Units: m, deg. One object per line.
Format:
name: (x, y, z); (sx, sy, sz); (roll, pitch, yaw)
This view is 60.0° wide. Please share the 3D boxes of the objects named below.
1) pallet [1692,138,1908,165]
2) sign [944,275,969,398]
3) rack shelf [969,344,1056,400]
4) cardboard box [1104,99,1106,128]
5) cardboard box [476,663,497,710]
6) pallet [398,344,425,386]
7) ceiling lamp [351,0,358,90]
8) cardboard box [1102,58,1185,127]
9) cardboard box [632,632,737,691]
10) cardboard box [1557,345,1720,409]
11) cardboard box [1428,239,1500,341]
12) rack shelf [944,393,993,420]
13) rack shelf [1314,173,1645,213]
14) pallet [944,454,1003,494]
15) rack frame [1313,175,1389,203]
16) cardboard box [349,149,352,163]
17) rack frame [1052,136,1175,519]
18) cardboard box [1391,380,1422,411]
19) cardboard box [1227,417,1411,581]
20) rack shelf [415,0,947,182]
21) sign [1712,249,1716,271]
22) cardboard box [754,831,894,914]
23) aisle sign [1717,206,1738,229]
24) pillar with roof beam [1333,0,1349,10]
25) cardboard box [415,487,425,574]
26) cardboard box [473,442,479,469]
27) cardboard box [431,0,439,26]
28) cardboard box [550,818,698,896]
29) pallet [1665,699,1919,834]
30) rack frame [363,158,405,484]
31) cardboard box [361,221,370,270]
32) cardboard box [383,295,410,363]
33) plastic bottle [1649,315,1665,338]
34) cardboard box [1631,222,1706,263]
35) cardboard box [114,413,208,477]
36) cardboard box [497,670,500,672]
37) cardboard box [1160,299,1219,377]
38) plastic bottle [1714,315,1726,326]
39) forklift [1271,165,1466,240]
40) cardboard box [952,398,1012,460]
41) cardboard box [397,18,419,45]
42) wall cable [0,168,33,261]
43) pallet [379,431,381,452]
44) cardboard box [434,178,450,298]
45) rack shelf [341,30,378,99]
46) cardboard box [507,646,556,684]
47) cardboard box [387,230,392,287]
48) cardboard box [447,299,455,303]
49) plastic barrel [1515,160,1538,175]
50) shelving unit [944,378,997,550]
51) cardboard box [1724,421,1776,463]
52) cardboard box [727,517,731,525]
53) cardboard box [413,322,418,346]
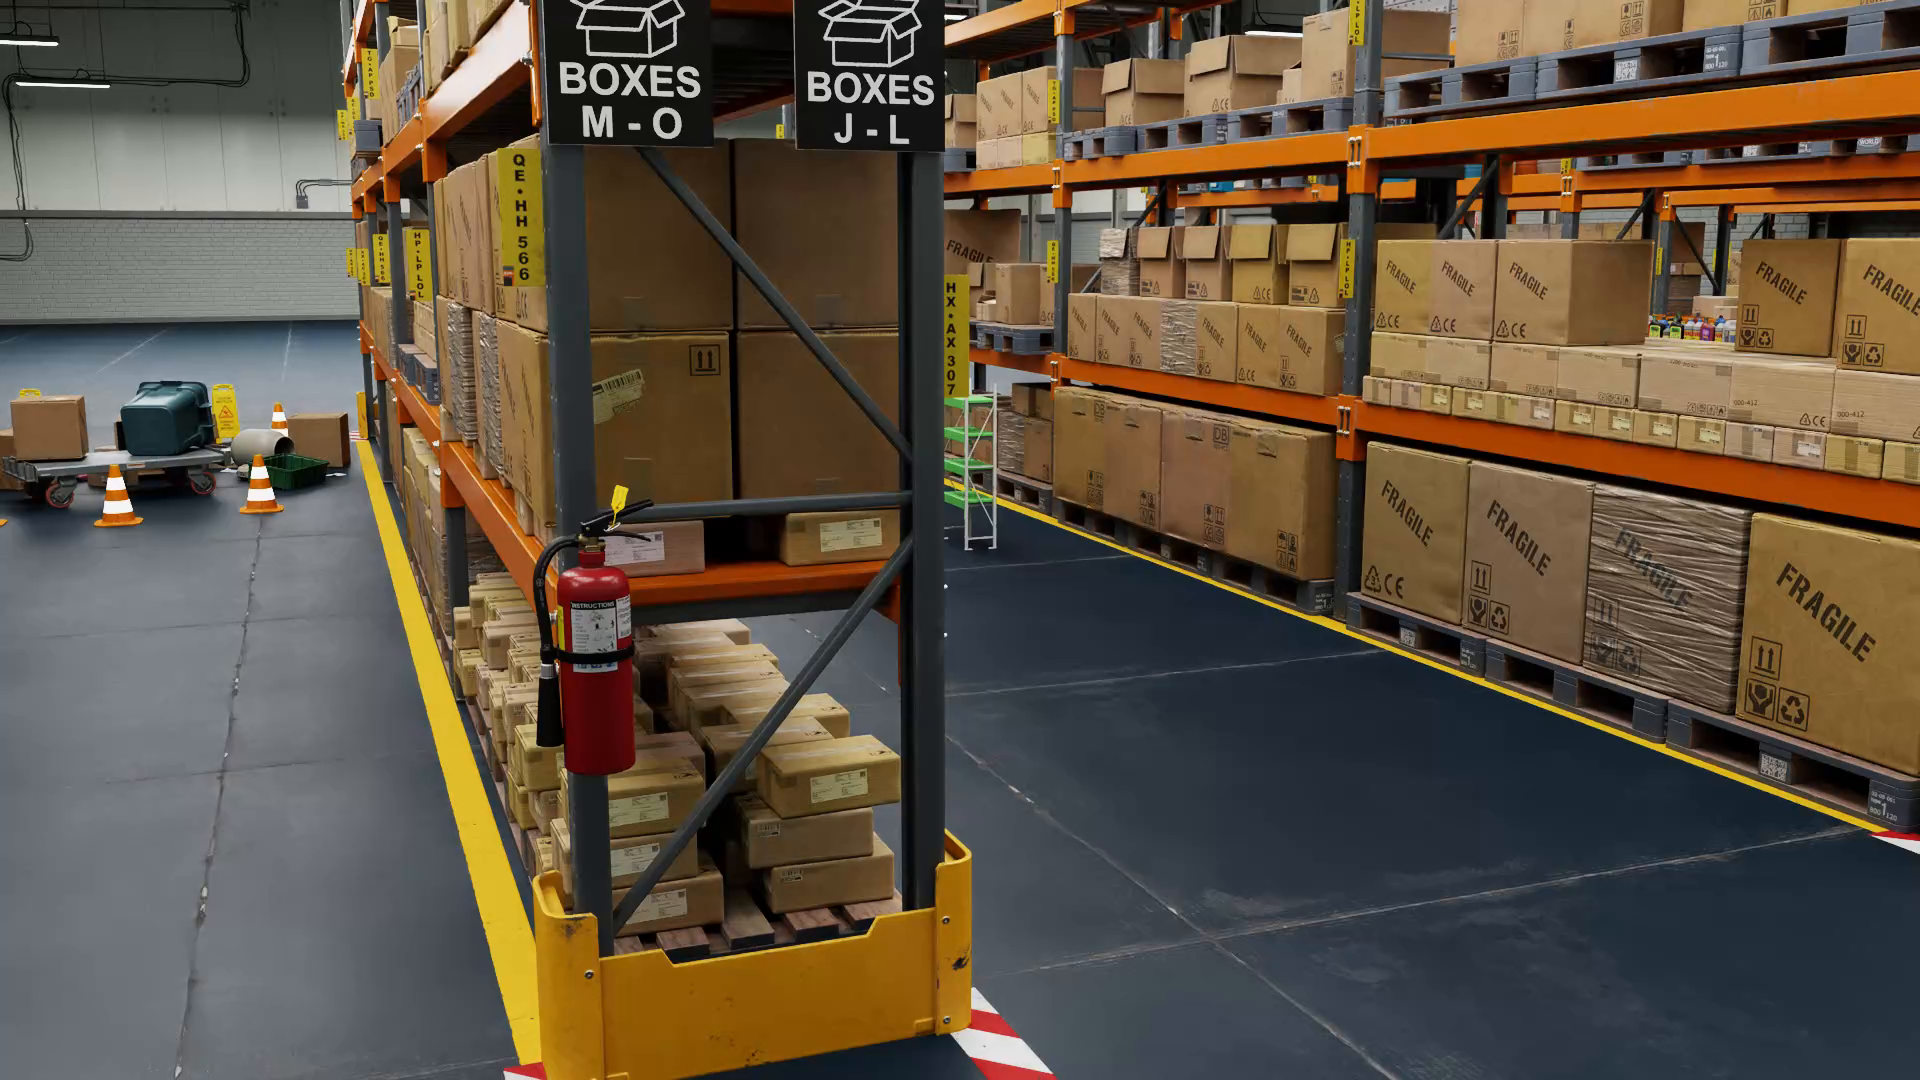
pallet: (6.509, -3.036, 12.896); (1.003, 0.211, 1.213); (-4, 11, -21)
sign: (-0.022, -0.540, 4.421); (0.100, 0.325, 0.005); (-4, 11, -21)
rack shelf: (0.508, -1.656, 15.219); (1.077, 0.370, 4.000); (-4, 11, -21)
cardboard box: (1.302, -3.549, 13.529); (0.500, 0.500, 0.500); (-4, 11, -20)
cardboard box: (-1.910, 0.625, 7.284); (0.380, 0.149, 0.250); (-4, 11, -21)
pallet: (-3.070, -1.182, 11.045); (1.213, 0.211, 1.003); (-4, 11, -21)
ceiling lamp: (-14.272, -12.738, 41.669); (2.000, 3.185, 0.800); (-4, 11, -21)
cardboard box: (1.520, -3.323, 12.478); (0.797, 0.503, 0.637); (-3, 11, -18)
cardboard box: (-1.077, 0.469, 6.463); (0.380, 0.149, 0.250); (-4, 11, -21)
cardboard box: (3.148, -0.763, 7.726); (0.500, 0.250, 0.500); (-4, 11, -21)
cardboard box: (2.788, -1.297, 8.587); (0.500, 0.500, 0.500); (-4, 11, -21)
rack shelf: (0.060, -0.973, 12.090); (0.258, 0.148, 0.480); (-4, 11, -21)
rack shelf: (5.124, -3.447, 16.724); (1.077, 0.370, 4.000); (-4, 11, -21)
pallet: (0.512, -0.637, 15.400); (1.003, 0.211, 1.213); (-4, 11, -21)
rack frame: (4.399, -2.651, 18.759); (1.000, 3.000, 0.127); (-4, 11, -21)
cardboard box: (-6.501, -4.224, 18.270); (0.380, 0.149, 0.250); (-4, 11, -20)
rack frame: (1.232, -1.684, 13.321); (1.000, 3.000, 0.127); (-4, 11, -21)
cardboard box: (2.574, -0.795, 9.041); (0.380, 0.149, 0.250); (-4, 11, -23)
cardboard box: (2.431, -0.295, 10.380); (1.225, 0.875, 0.875); (-4, 11, -21)
rack shelf: (-1.253, -1.529, 5.939); (1.077, 0.370, 4.000); (-4, 11, -21)
sign: (11.678, -4.324, 25.694); (0.100, 0.325, 0.005); (-4, 11, -21)
cardboard box: (-0.420, 1.011, 5.111); (0.380, 0.149, 0.250); (-4, 11, -20)
aisle sign: (11.878, -5.205, 25.695); (0.394, 0.787, 0.004); (-4, 11, -21)
pillar with roof beam: (4.882, -8.512, 34.580); (9.100, 9.000, 0.548); (-4, 11, -21)
cardboard box: (-3.033, -0.065, 10.157); (0.500, 0.500, 0.500); (-4, 11, -22)
cardboard box: (-1.748, -0.374, 6.676); (0.380, 0.149, 0.250); (-4, 11, -20)
cardboard box: (-1.851, -2.206, 6.694); (0.500, 0.250, 0.500); (-4, 11, -21)
cardboard box: (-0.985, 0.903, 4.872); (0.380, 0.149, 0.250); (-4, 11, -22)
pallet: (3.769, 0.869, 6.930); (1.003, 0.211, 1.213); (-4, 11, -21)
rack frame: (-4.877, -2.038, 15.315); (1.000, 3.000, 0.127); (-4, 11, -21)
cardboard box: (-5.286, -2.789, 16.021); (0.875, 0.550, 0.550); (-4, 11, -21)
cardboard box: (-4.020, -1.573, 12.411); (0.500, 0.500, 0.500); (-4, 11, -21)
plastic bottle: (5.878, -1.749, 14.022); (0.061, 0.283, 0.133); (-4, 11, -21)
cardboard box: (8.850, -3.725, 20.805); (0.700, 0.500, 0.500); (-4, 11, -21)
cardboard box: (-7.560, -0.920, 15.769); (0.797, 0.637, 0.503); (-4, 11, -21)
cardboard box: (-1.752, 0.515, 7.054); (0.380, 0.149, 0.250); (-4, 11, -24)
cardboard box: (1.712, -1.387, 11.368); (0.500, 0.500, 0.500); (-4, 11, -21)
plastic bottle: (6.572, -1.806, 14.378); (0.097, 0.271, 0.097); (0, 10, 0)
forklift: (3.176, -1.669, 13.433); (1.130, 2.935, 3.031); (-4, 11, -20)
cardboard box: (0.344, -1.051, 15.643); (0.700, 0.500, 0.500); (-5, 11, -26)
cardboard box: (-3.221, -3.082, 10.143); (0.396, 0.266, 0.258); (-4, 11, -21)
wall cable: (-26.822, -8.761, 44.842); (3.097, 2.526, 0.112); (-4, 11, -21)
pallet: (-5.525, -0.994, 17.406); (1.003, 0.211, 1.213); (-4, 11, -21)
cardboard box: (-2.041, -1.331, 7.350); (0.500, 0.500, 0.500); (-4, 11, -20)
rack shelf: (-5.601, -4.767, 16.723); (1.077, 0.370, 4.000); (-4, 11, -21)
cardboard box: (-1.503, 0.497, 6.301); (0.380, 0.149, 0.250); (-4, 11, -21)
cardboard box: (-4.691, -2.499, 14.765); (0.700, 0.500, 0.500); (-4, 11, -22)
cardboard box: (-1.847, -0.751, 6.943); (0.500, 0.500, 0.500); (-4, 11, -21)
plastic barrel: (5.516, -3.941, 16.219); (0.600, 0.830, 0.708); (-4, 11, -21)
shelving unit: (0.060, -0.564, 12.163); (0.258, 1.200, 0.503); (-4, 11, -21)
cardboard box: (3.420, -0.416, 6.910); (0.380, 0.149, 0.250); (-4, 11, -20)
cardboard box: (-0.518, -0.116, 5.224); (0.380, 0.149, 0.250); (-4, 11, -23)
cardboard box: (-3.453, -1.383, 11.147); (0.380, 0.149, 0.250); (-4, 11, -22)
